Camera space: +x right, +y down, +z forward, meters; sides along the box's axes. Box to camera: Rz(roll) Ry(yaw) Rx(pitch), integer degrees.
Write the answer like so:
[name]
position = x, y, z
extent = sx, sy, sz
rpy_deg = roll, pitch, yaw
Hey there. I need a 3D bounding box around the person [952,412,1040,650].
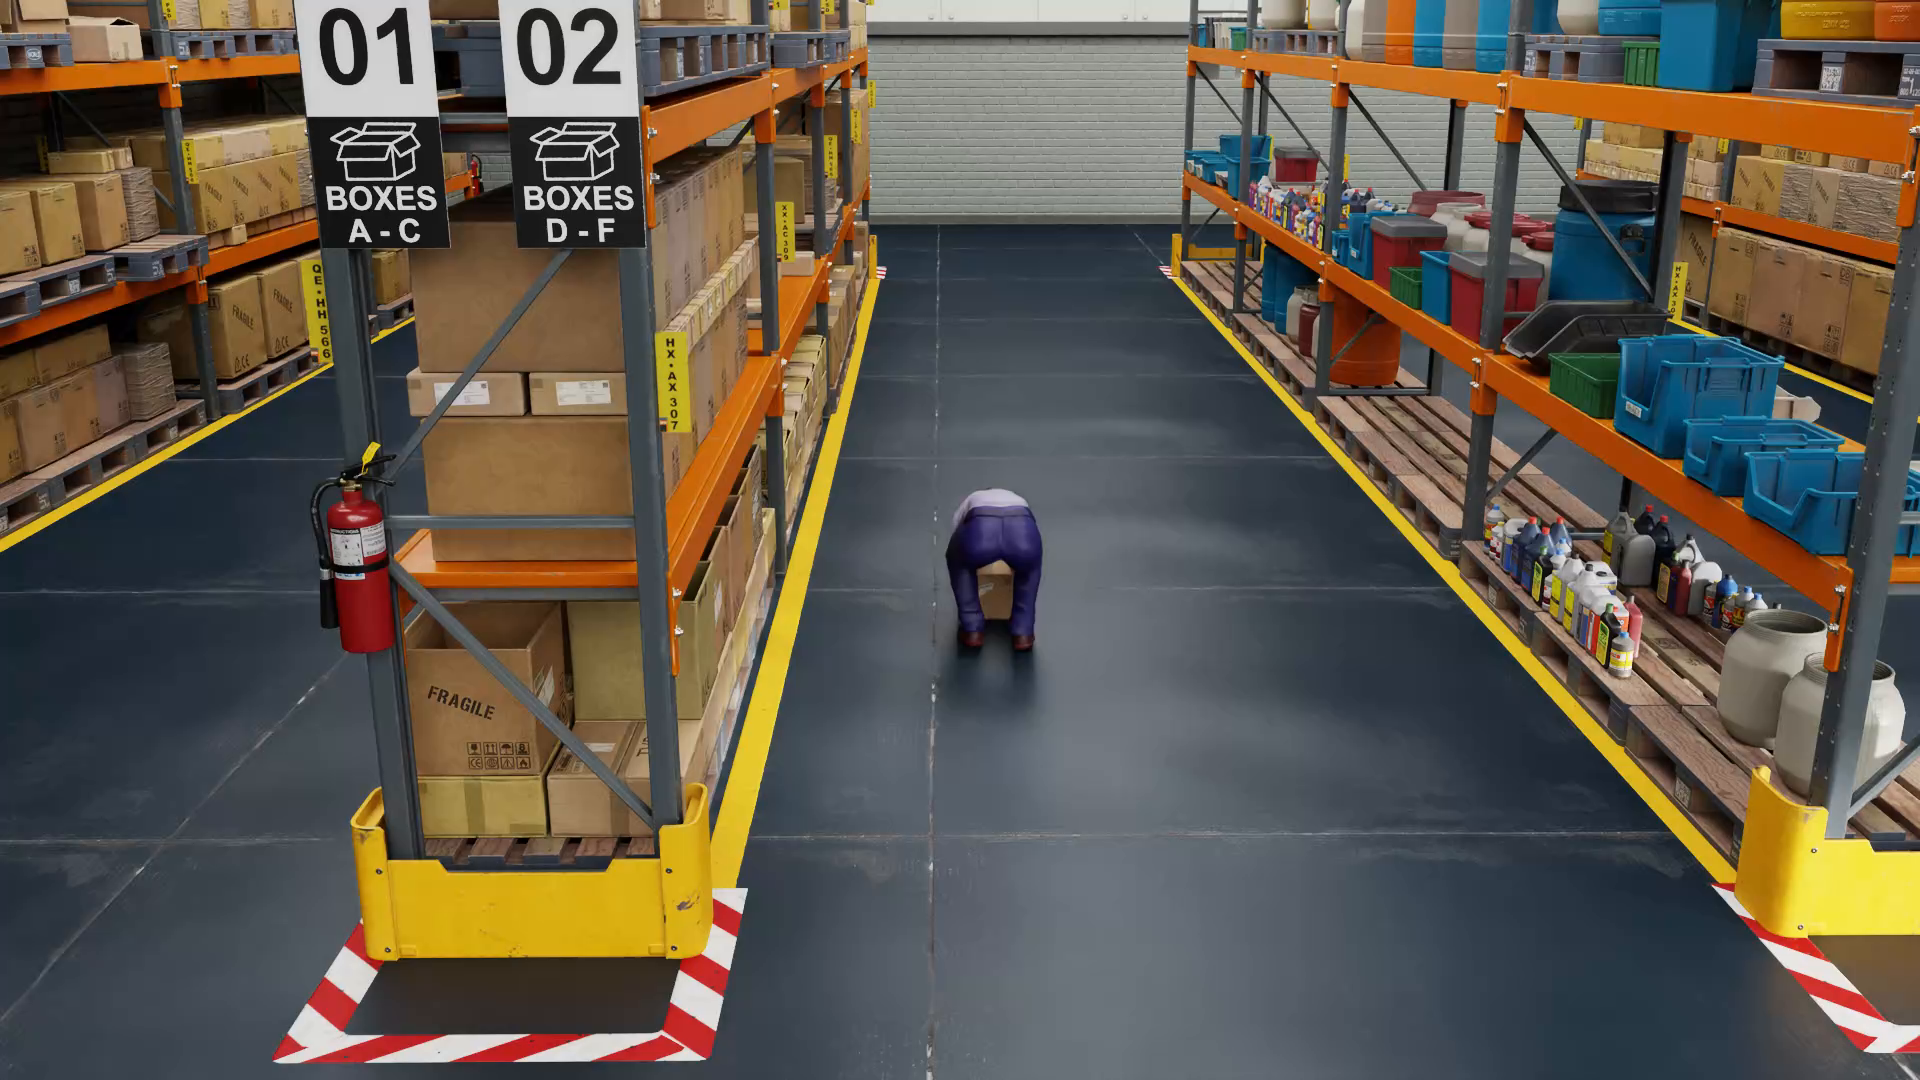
[person]
position = 0.181, -0.052, 8.653
extent = 0.458, 1.111, 0.898
rpy_deg = -1, 17, -3
